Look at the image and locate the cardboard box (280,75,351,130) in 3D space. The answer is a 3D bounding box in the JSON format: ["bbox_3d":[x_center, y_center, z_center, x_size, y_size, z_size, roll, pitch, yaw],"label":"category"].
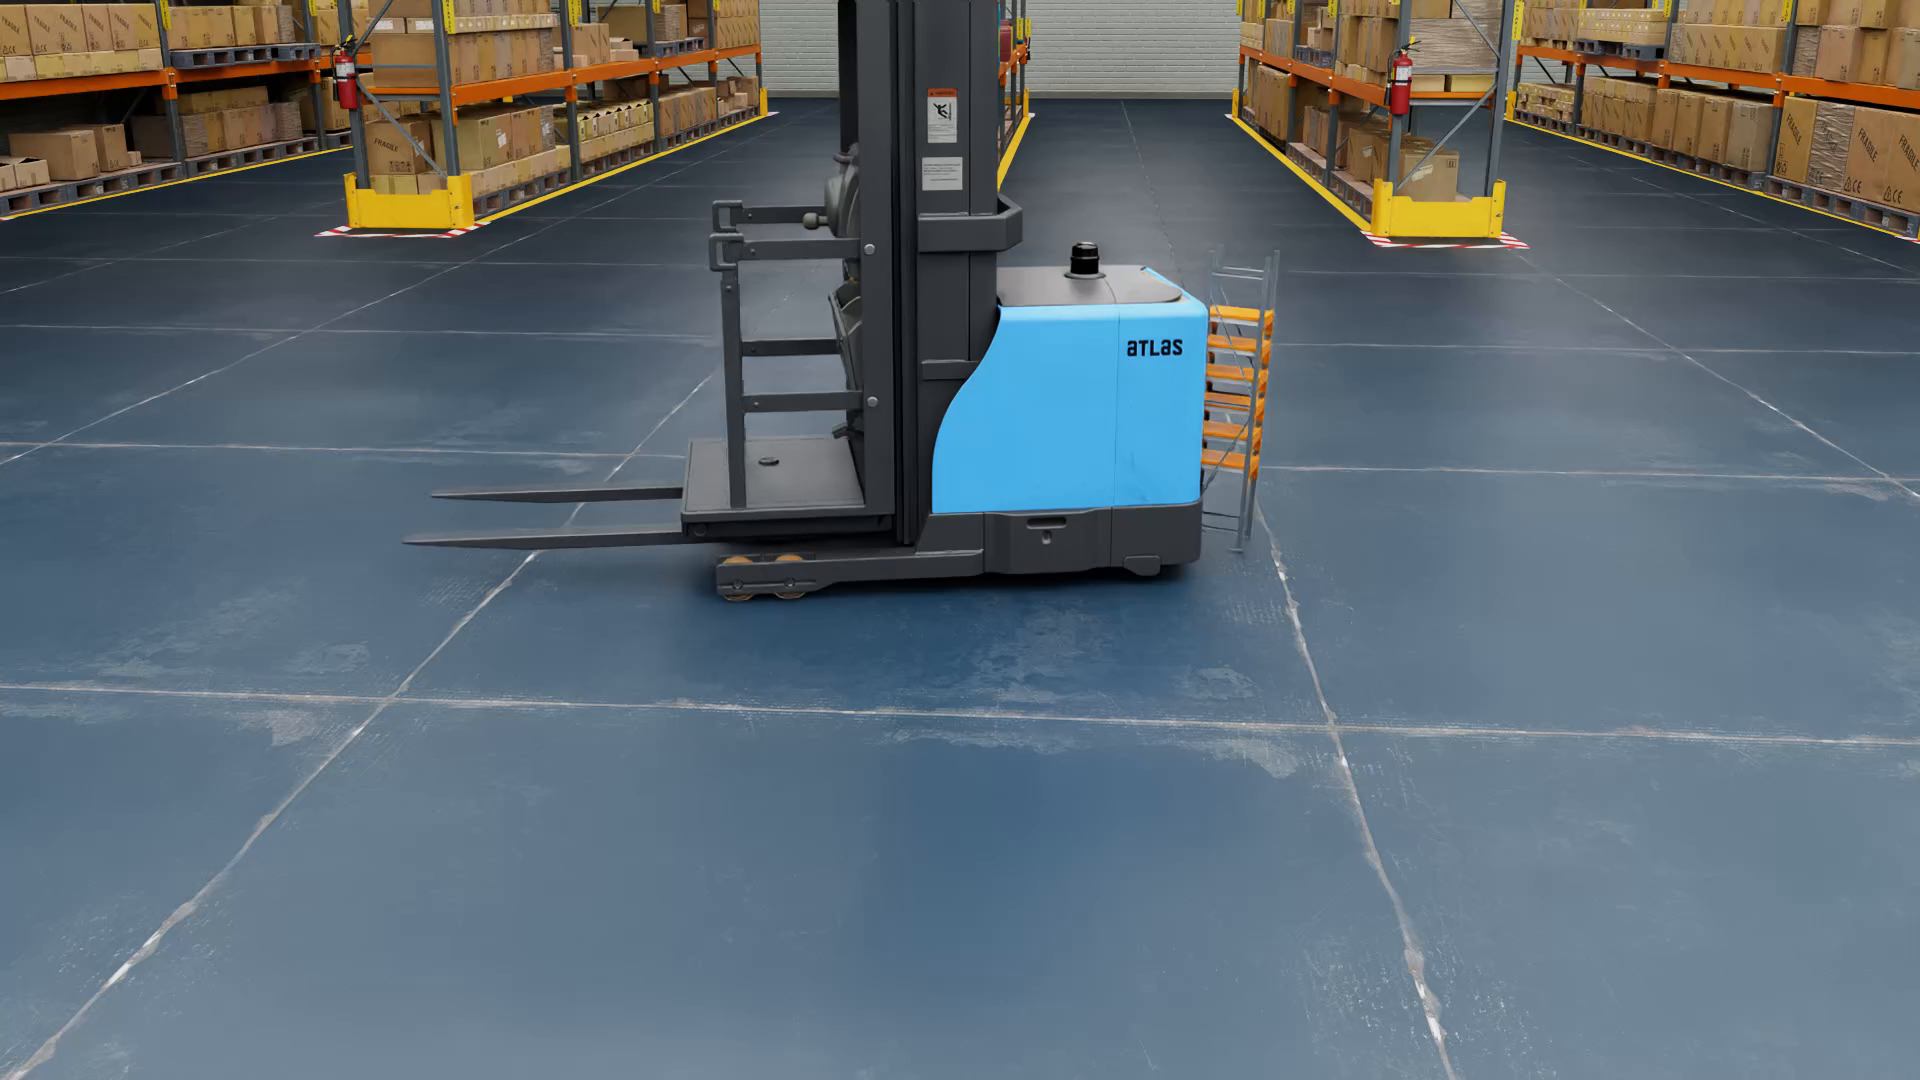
[{"bbox_3d":[-9.566,-6.520,24.781,0.750,0.750,0.750,1,18,3],"label":"cardboard box"}]

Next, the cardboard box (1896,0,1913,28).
[{"bbox_3d":[9.627,-5.200,16.001,0.875,0.550,0.550,1,18,4],"label":"cardboard box"}]

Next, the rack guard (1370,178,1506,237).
[{"bbox_3d":[4.504,-3.136,15.690,1.175,0.500,0.348,1,18,4],"label":"rack guard"}]

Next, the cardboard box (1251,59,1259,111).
[{"bbox_3d":[5.614,-7.976,29.185,0.875,0.875,0.875,1,18,4],"label":"cardboard box"}]

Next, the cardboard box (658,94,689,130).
[{"bbox_3d":[-4.418,-6.481,25.194,0.500,0.500,0.500,1,18,3],"label":"cardboard box"}]

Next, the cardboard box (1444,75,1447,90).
[{"bbox_3d":[4.794,-4.341,15.757,0.380,0.149,0.250,1,18,4],"label":"cardboard box"}]

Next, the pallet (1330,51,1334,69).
[{"bbox_3d":[4.985,-5.685,19.764,1.003,0.211,1.213,1,18,4],"label":"pallet"}]

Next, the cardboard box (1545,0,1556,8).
[{"bbox_3d":[10.166,-9.181,27.882,0.500,0.500,0.500,1,18,2],"label":"cardboard box"}]

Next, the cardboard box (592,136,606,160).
[{"bbox_3d":[-4.782,-4.936,20.911,0.500,0.250,0.500,2,18,5],"label":"cardboard box"}]

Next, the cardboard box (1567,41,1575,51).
[{"bbox_3d":[9.995,-7.942,26.746,0.380,0.149,0.250,1,18,2],"label":"cardboard box"}]

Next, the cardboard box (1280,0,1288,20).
[{"bbox_3d":[5.260,-8.140,25.175,0.797,0.503,0.637,1,18,5],"label":"cardboard box"}]

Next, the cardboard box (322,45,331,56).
[{"bbox_3d":[-9.469,-7.182,24.394,0.380,0.149,0.250,2,18,5],"label":"cardboard box"}]

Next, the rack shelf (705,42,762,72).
[{"bbox_3d":[-4.379,-8.528,29.289,1.077,0.370,4.000,1,18,4],"label":"rack shelf"}]

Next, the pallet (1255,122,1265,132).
[{"bbox_3d":[5.491,-6.936,27.752,1.003,0.211,1.213,1,18,4],"label":"pallet"}]

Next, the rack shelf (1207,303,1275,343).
[{"bbox_3d":[1.103,-0.862,6.596,0.258,0.103,0.180,9,20,20],"label":"rack shelf"}]

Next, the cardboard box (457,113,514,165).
[{"bbox_3d":[-5.065,-4.244,17.595,0.500,0.500,0.500,1,18,4],"label":"cardboard box"}]

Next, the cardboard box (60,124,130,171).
[{"bbox_3d":[-10.071,-4.572,19.366,0.500,0.500,0.500,0,18,0],"label":"cardboard box"}]

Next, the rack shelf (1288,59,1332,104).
[{"bbox_3d":[4.928,-5.822,21.027,1.077,0.370,4.000,1,18,4],"label":"rack shelf"}]

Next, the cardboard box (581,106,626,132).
[{"bbox_3d":[-4.709,-5.524,21.806,0.500,0.311,0.500,2,18,5],"label":"cardboard box"}]

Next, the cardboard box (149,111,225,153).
[{"bbox_3d":[-10.014,-5.286,21.545,0.700,0.500,0.500,1,18,3],"label":"cardboard box"}]

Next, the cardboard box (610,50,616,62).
[{"bbox_3d":[-4.844,-6.490,22.316,0.380,0.149,0.250,3,18,8],"label":"cardboard box"}]

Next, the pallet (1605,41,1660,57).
[{"bbox_3d":[10.113,-7.167,24.286,1.003,0.211,1.213,1,18,4],"label":"pallet"}]

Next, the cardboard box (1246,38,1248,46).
[{"bbox_3d":[5.219,-8.728,29.145,0.380,0.149,0.250,1,18,3],"label":"cardboard box"}]

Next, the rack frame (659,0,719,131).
[{"bbox_3d":[-4.522,-8.249,27.281,1.000,3.000,0.127,1,18,4],"label":"rack frame"}]

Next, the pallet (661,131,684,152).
[{"bbox_3d":[-4.718,-5.913,24.629,1.003,0.211,1.213,1,18,4],"label":"pallet"}]

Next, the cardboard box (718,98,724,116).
[{"bbox_3d":[-4.276,-7.306,28.014,0.500,0.311,0.500,1,18,4],"label":"cardboard box"}]

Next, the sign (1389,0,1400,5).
[{"bbox_3d":[3.946,-5.019,15.056,0.100,0.325,0.005,1,18,4],"label":"sign"}]

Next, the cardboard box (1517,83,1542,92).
[{"bbox_3d":[10.209,-8.099,29.773,0.380,0.149,0.250,0,18,1],"label":"cardboard box"}]

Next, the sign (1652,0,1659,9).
[{"bbox_3d":[10.852,-8.424,25.954,0.100,0.325,0.005,1,18,4],"label":"sign"}]

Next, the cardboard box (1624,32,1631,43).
[{"bbox_3d":[9.648,-7.120,23.565,0.380,0.149,0.250,1,18,3],"label":"cardboard box"}]

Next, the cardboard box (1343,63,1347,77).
[{"bbox_3d":[4.448,-5.207,18.401,0.380,0.149,0.250,1,18,4],"label":"cardboard box"}]

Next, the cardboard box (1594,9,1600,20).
[{"bbox_3d":[9.756,-7.892,24.964,0.380,0.149,0.250,1,18,3],"label":"cardboard box"}]

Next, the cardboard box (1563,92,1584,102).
[{"bbox_3d":[10.043,-7.209,27.054,0.380,0.149,0.250,2,18,5],"label":"cardboard box"}]

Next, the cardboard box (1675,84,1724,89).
[{"bbox_3d":[10.303,-6.219,23.222,0.500,0.250,0.500,0,18,1],"label":"cardboard box"}]

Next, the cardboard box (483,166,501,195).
[{"bbox_3d":[-5.090,-3.732,17.237,0.500,0.250,0.500,1,18,4],"label":"cardboard box"}]

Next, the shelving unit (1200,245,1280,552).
[{"bbox_3d":[1.090,-0.564,6.698,0.258,1.200,0.189,9,20,20],"label":"shelving unit"}]

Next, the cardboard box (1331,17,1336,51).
[{"bbox_3d":[4.982,-6.270,19.604,1.000,1.000,1.000,1,18,4],"label":"cardboard box"}]

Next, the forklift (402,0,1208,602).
[{"bbox_3d":[-0.618,-1.336,6.292,3.031,2.935,1.130,-2,18,-7],"label":"forklift"}]

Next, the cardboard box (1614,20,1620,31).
[{"bbox_3d":[9.683,-7.428,24.027,0.380,0.149,0.250,2,18,5],"label":"cardboard box"}]

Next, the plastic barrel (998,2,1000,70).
[{"bbox_3d":[0.175,-6.004,19.625,0.600,0.901,0.708,1,18,4],"label":"plastic barrel"}]

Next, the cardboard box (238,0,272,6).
[{"bbox_3d":[-9.753,-7.473,23.003,0.380,0.149,0.250,-2,18,-5],"label":"cardboard box"}]

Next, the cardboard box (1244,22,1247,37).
[{"bbox_3d":[5.311,-9.035,29.441,0.500,0.250,0.500,1,18,3],"label":"cardboard box"}]

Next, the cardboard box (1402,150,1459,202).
[{"bbox_3d":[4.560,-3.505,16.143,0.500,0.500,0.500,5,19,14],"label":"cardboard box"}]

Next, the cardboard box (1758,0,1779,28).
[{"bbox_3d":[9.790,-6.237,19.373,0.700,0.500,0.500,1,18,3],"label":"cardboard box"}]

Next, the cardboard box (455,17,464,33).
[{"bbox_3d":[-5.123,-5.077,16.398,0.380,0.149,0.250,1,18,2],"label":"cardboard box"}]

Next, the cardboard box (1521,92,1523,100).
[{"bbox_3d":[10.292,-7.956,29.813,0.380,0.149,0.250,2,18,6],"label":"cardboard box"}]

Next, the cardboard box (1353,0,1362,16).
[{"bbox_3d":[4.428,-5.762,17.445,0.500,0.500,0.500,1,18,4],"label":"cardboard box"}]

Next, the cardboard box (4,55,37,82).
[{"bbox_3d":[-9.949,-4.876,17.195,0.500,0.250,0.500,1,18,2],"label":"cardboard box"}]

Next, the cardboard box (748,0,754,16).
[{"bbox_3d":[-4.028,-9.713,29.981,0.500,0.500,0.500,2,18,5],"label":"cardboard box"}]

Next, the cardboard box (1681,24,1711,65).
[{"bbox_3d":[9.677,-6.399,21.473,0.500,0.500,0.500,1,18,3],"label":"cardboard box"}]

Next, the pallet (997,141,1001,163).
[{"bbox_3d":[0.037,-5.330,22.851,1.003,0.211,1.213,1,18,4],"label":"pallet"}]

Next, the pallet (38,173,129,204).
[{"bbox_3d":[-10.134,-3.959,18.668,1.003,0.211,1.213,1,18,4],"label":"pallet"}]

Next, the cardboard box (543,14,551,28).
[{"bbox_3d":[-4.921,-5.954,19.075,0.380,0.149,0.250,1,18,3],"label":"cardboard box"}]

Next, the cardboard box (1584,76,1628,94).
[{"bbox_3d":[9.982,-7.029,25.693,0.500,0.250,0.500,0,18,1],"label":"cardboard box"}]

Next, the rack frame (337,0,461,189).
[{"bbox_3d":[-5.382,-4.522,15.907,1.000,3.000,0.127,1,18,4],"label":"rack frame"}]
